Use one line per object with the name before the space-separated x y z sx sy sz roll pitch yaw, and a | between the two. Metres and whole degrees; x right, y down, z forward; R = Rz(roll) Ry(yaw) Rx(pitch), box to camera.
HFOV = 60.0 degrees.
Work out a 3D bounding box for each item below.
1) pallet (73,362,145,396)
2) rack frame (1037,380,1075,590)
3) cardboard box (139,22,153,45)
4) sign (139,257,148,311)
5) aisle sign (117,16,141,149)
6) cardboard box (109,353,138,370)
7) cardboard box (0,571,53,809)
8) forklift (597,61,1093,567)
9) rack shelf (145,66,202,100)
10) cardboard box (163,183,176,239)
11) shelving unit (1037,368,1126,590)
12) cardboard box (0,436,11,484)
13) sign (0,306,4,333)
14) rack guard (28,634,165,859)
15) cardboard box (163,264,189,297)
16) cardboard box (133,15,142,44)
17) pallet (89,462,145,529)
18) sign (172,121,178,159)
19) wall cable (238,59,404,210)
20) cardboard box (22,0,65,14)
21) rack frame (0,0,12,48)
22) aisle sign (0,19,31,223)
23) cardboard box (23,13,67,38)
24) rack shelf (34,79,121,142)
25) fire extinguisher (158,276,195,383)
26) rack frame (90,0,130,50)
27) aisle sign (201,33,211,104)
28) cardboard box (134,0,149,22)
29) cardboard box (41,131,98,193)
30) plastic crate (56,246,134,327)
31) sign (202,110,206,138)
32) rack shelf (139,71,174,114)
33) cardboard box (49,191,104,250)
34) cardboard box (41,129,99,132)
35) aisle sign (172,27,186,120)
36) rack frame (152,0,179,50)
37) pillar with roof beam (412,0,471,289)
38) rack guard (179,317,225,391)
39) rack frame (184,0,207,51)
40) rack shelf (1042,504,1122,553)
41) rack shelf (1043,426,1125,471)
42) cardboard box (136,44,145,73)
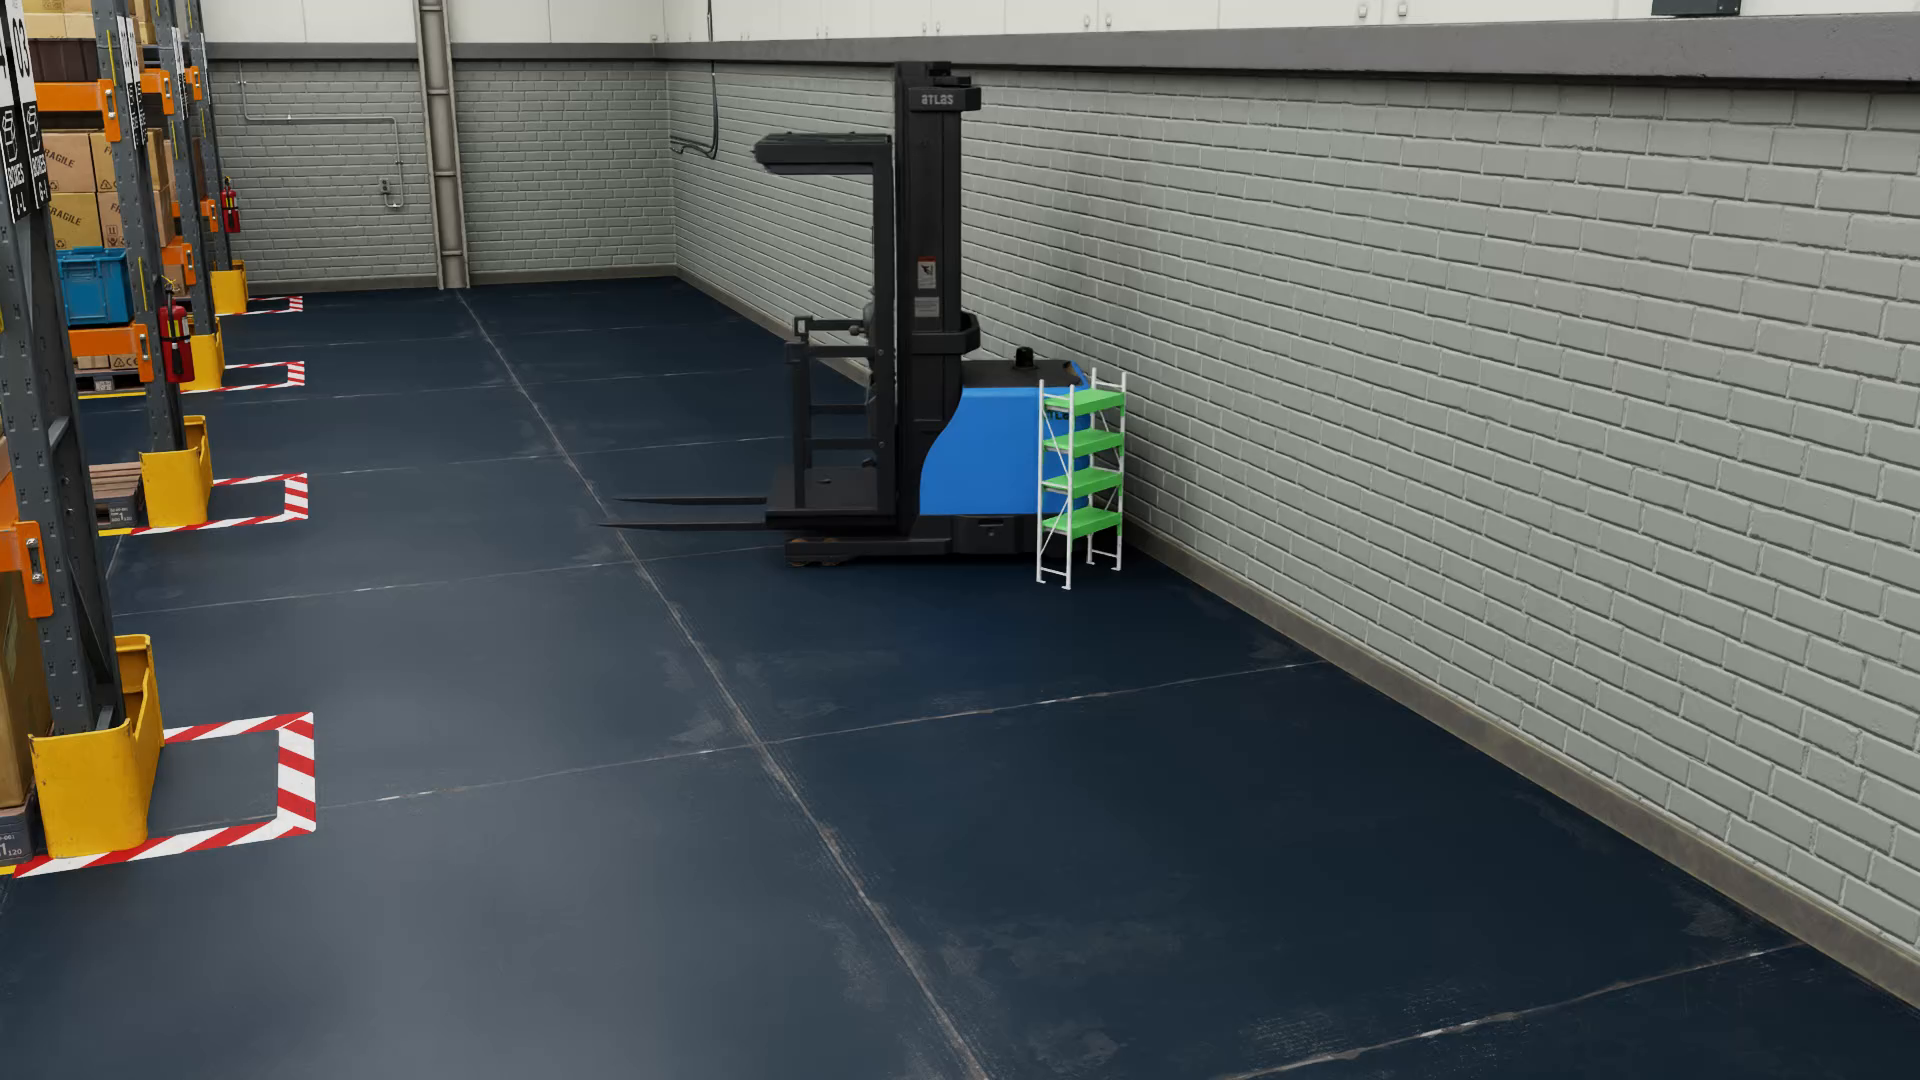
pallet | -7.938 -1.552 15.511 1.213 0.211 1.003 -6 17 -20
rack frame | 0.546 -0.312 9.531 0.240 1.200 0.015 14 21 40
cardboard box | -9.488 -5.755 18.891 0.500 0.250 0.500 -6 17 -18
sign | -5.142 -1.610 10.469 0.005 0.325 0.100 -6 17 -20
aisle sign | -5.182 -2.853 10.375 0.004 0.787 0.394 -6 17 -20
cardboard box | -7.543 -1.871 15.301 0.500 0.500 0.500 -6 17 -20
cardboard box | -4.151 0.531 6.490 0.875 0.875 0.875 -6 17 -20
forklift | -0.716 -1.398 10.157 3.031 2.935 1.130 -1 16 -2
rack shelf | -10.767 -5.174 18.848 4.000 0.370 1.077 -6 17 -20
cardboard box | -7.632 -3.051 15.488 0.500 0.500 0.500 -6 17 -19
shelving unit | 0.709 -0.363 9.706 0.258 1.200 0.503 14 21 40
cardboard box | -4.031 -0.303 6.751 0.250 0.149 0.380 -6 17 -19
sign | -3.401 -0.897 5.854 0.005 0.325 0.100 -6 17 -20
rack guard | -3.559 0.825 6.902 0.348 0.500 1.175 -6 17 -20
cardboard box | -9.517 -3.187 19.819 0.500 0.500 0.700 -6 17 -20
cardboard box | -7.696 -4.603 15.003 0.500 0.250 0.500 -6 17 -20
pallet | -6.138 -0.264 11.124 1.213 0.211 1.003 -6 17 -20
sign | -6.943 -3.538 14.707 0.005 0.325 0.100 -6 17 -20
wall cable | -8.042 -5.147 20.999 1.851 1.984 0.084 -6 17 -20
cardboard box | -8.094 -4.862 14.554 0.500 0.500 0.700 -6 17 -20
rack frame | -3.582 -3.251 5.696 0.127 3.000 1.000 -6 17 -20
aisle sign | -3.407 -1.548 5.931 0.004 0.787 0.394 -6 17 -20
cardboard box | -7.978 -4.417 14.370 0.500 0.250 0.500 -6 17 -20
rack shelf | -7.222 -2.568 9.971 4.000 0.370 1.077 -6 17 -20
fire extinguisher | -5.051 -1.355 10.687 0.183 0.674 0.296 -6 17 -20
rack frame | -5.354 -4.554 10.134 0.127 3.000 1.000 -6 17 -20
aisle sign | -8.725 -5.457 19.245 0.004 0.787 0.394 -6 17 -20
cardboard box | -9.485 -6.113 18.779 0.500 0.500 0.500 -6 17 -20
cardboard box | -7.912 -3.338 14.690 0.500 0.500 0.500 -6 17 -19
plastic crate | -5.600 -1.638 10.683 0.499 0.435 0.616 -6 17 -20
sign | -8.718 -4.807 19.168 0.005 0.325 0.100 -6 17 -20
rack shelf | -8.991 -3.871 14.411 4.000 0.370 1.077 -6 17 -20
cardboard box | -7.927 -2.857 14.825 0.500 0.500 0.500 -6 17 -20
cardboard box | -8.117 -3.476 15.161 0.500 0.500 0.500 -6 17 -20
aisle sign | -6.950 -4.152 14.801 0.004 0.787 0.394 -6 17 -20
rack frame | -7.123 -5.857 14.573 0.127 3.000 1.000 -6 17 -20
pillar with roof beam | -5.147 -6.527 16.855 0.400 9.000 9.100 -6 17 -20
rack guard | -7.194 -1.772 15.745 0.348 0.500 1.175 -6 17 -20
rack frame | -8.899 -7.160 19.010 0.127 3.000 1.000 -6 17 -20
rack shelf | 0.709 -0.072 9.791 0.258 0.148 0.480 14 21 40
rack shelf | 0.709 -0.532 9.656 0.258 0.148 0.480 14 21 40
cardboard box | -7.694 -4.361 15.068 0.500 0.250 0.500 -6 17 -20
